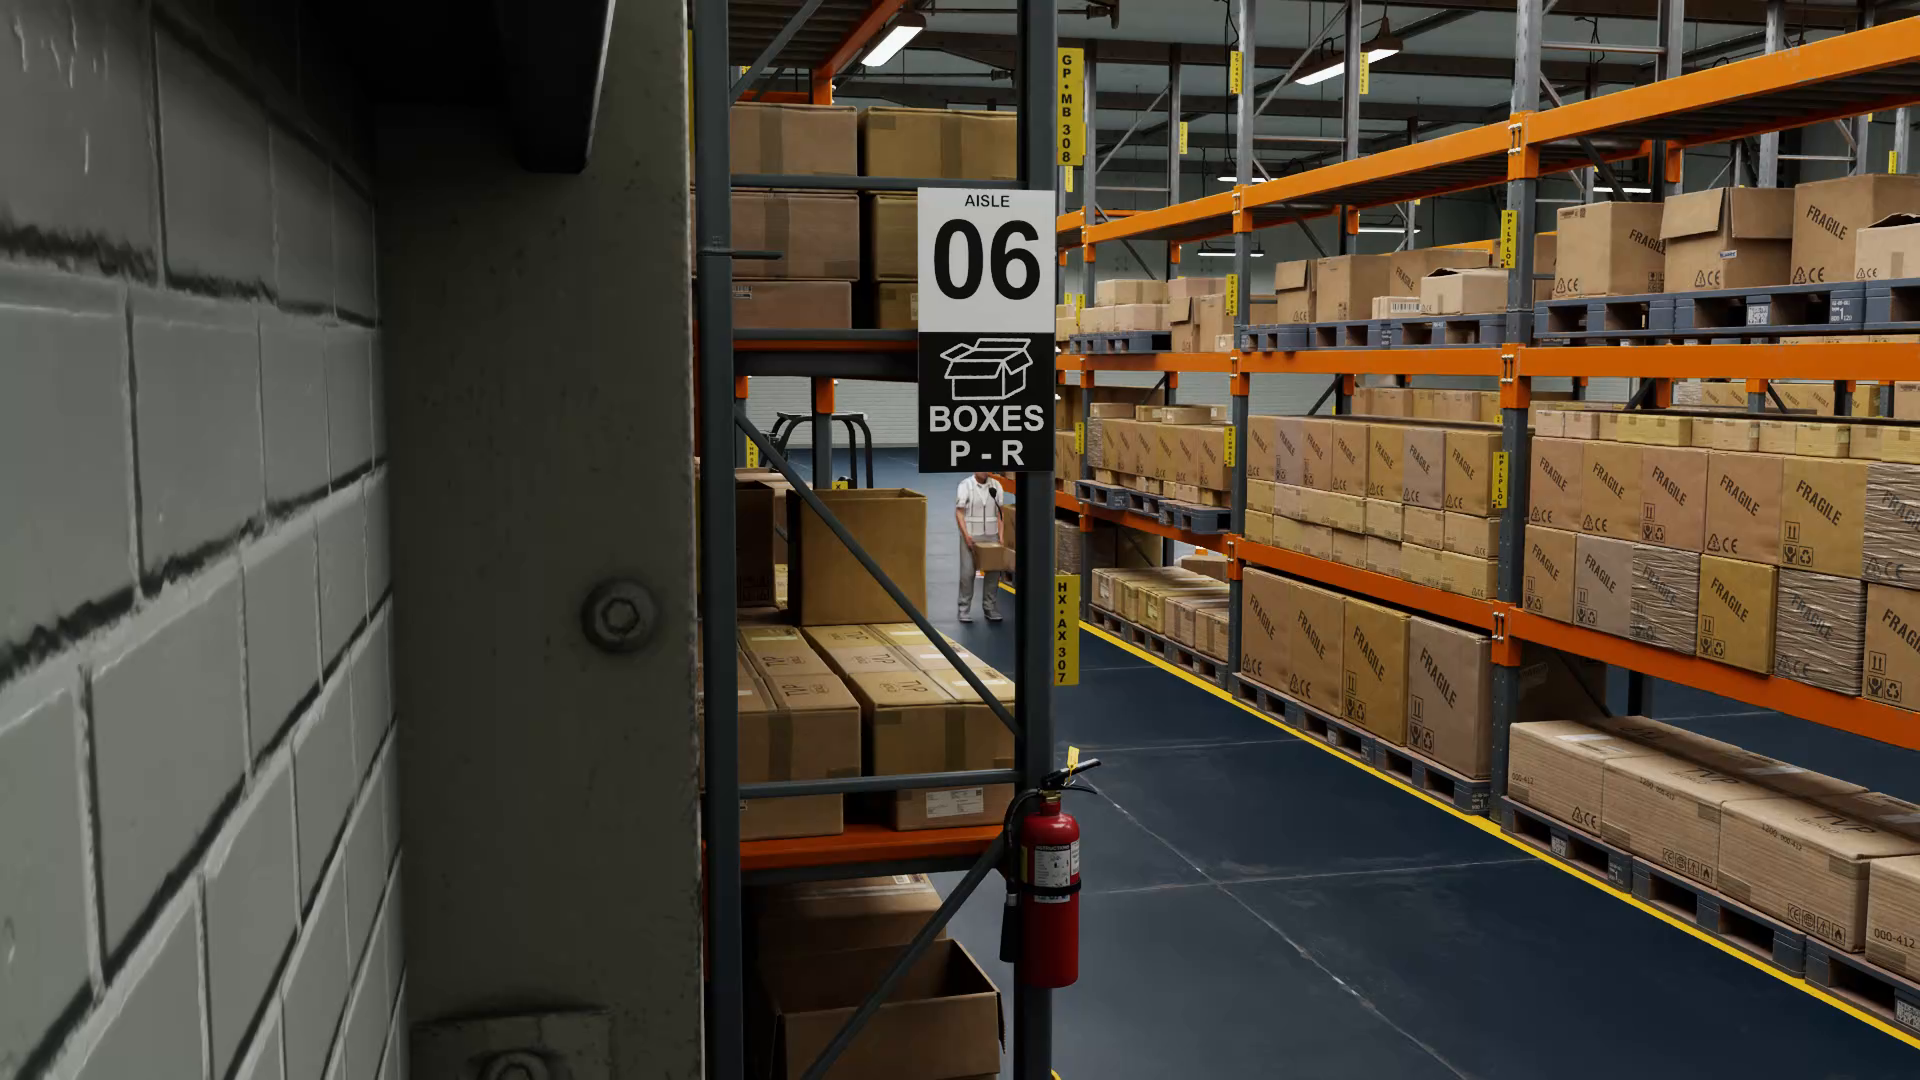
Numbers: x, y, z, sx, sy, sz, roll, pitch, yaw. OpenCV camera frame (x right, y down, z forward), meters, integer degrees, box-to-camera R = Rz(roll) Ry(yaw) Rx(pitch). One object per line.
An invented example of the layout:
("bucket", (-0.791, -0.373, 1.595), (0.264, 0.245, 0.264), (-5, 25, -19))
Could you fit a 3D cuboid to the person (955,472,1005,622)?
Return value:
("person", (0.216, -0.035, 17.639), (0.547, 1.763, 0.444), (-2, 6, -19))
